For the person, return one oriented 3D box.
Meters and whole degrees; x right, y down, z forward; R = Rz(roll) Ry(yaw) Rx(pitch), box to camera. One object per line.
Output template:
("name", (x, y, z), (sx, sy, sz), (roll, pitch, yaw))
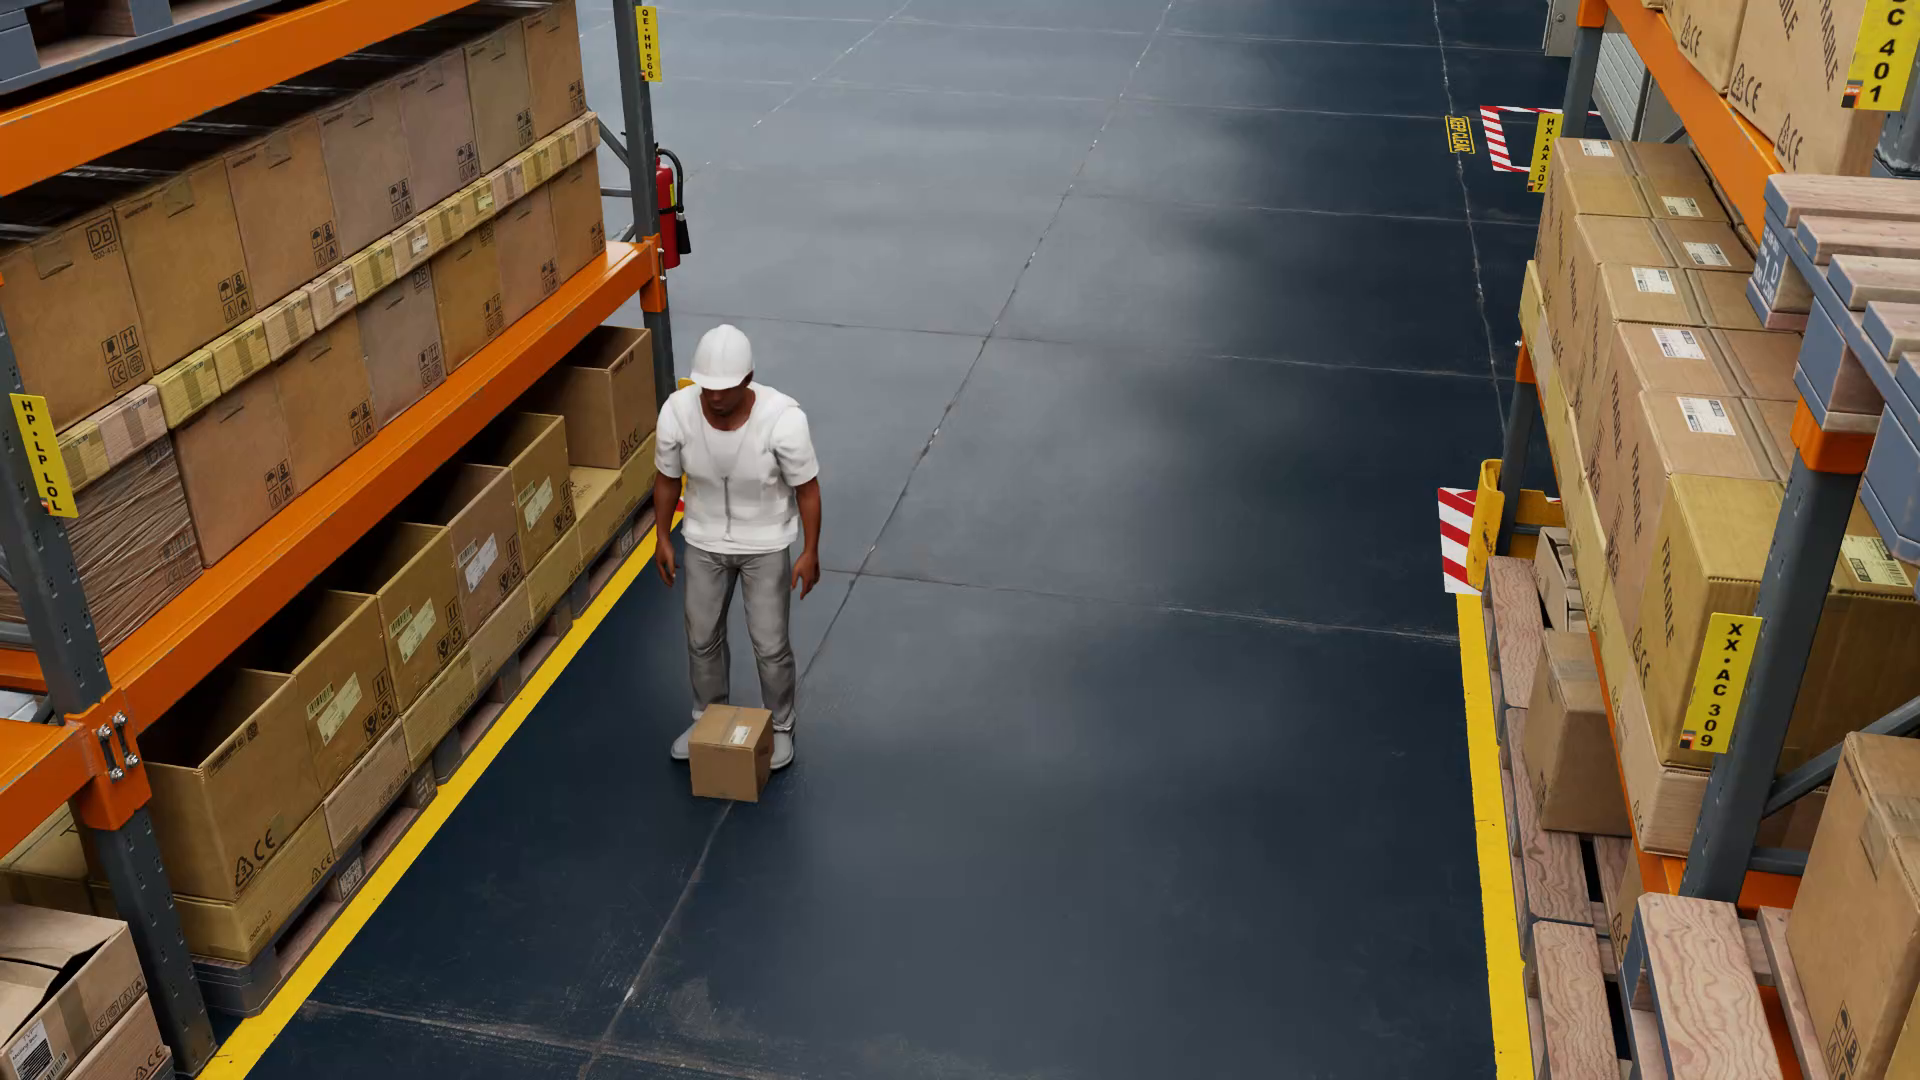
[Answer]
("person", (-0.815, 0.027, 6.057), (0.624, 1.759, 0.463), (5, 29, 8))
